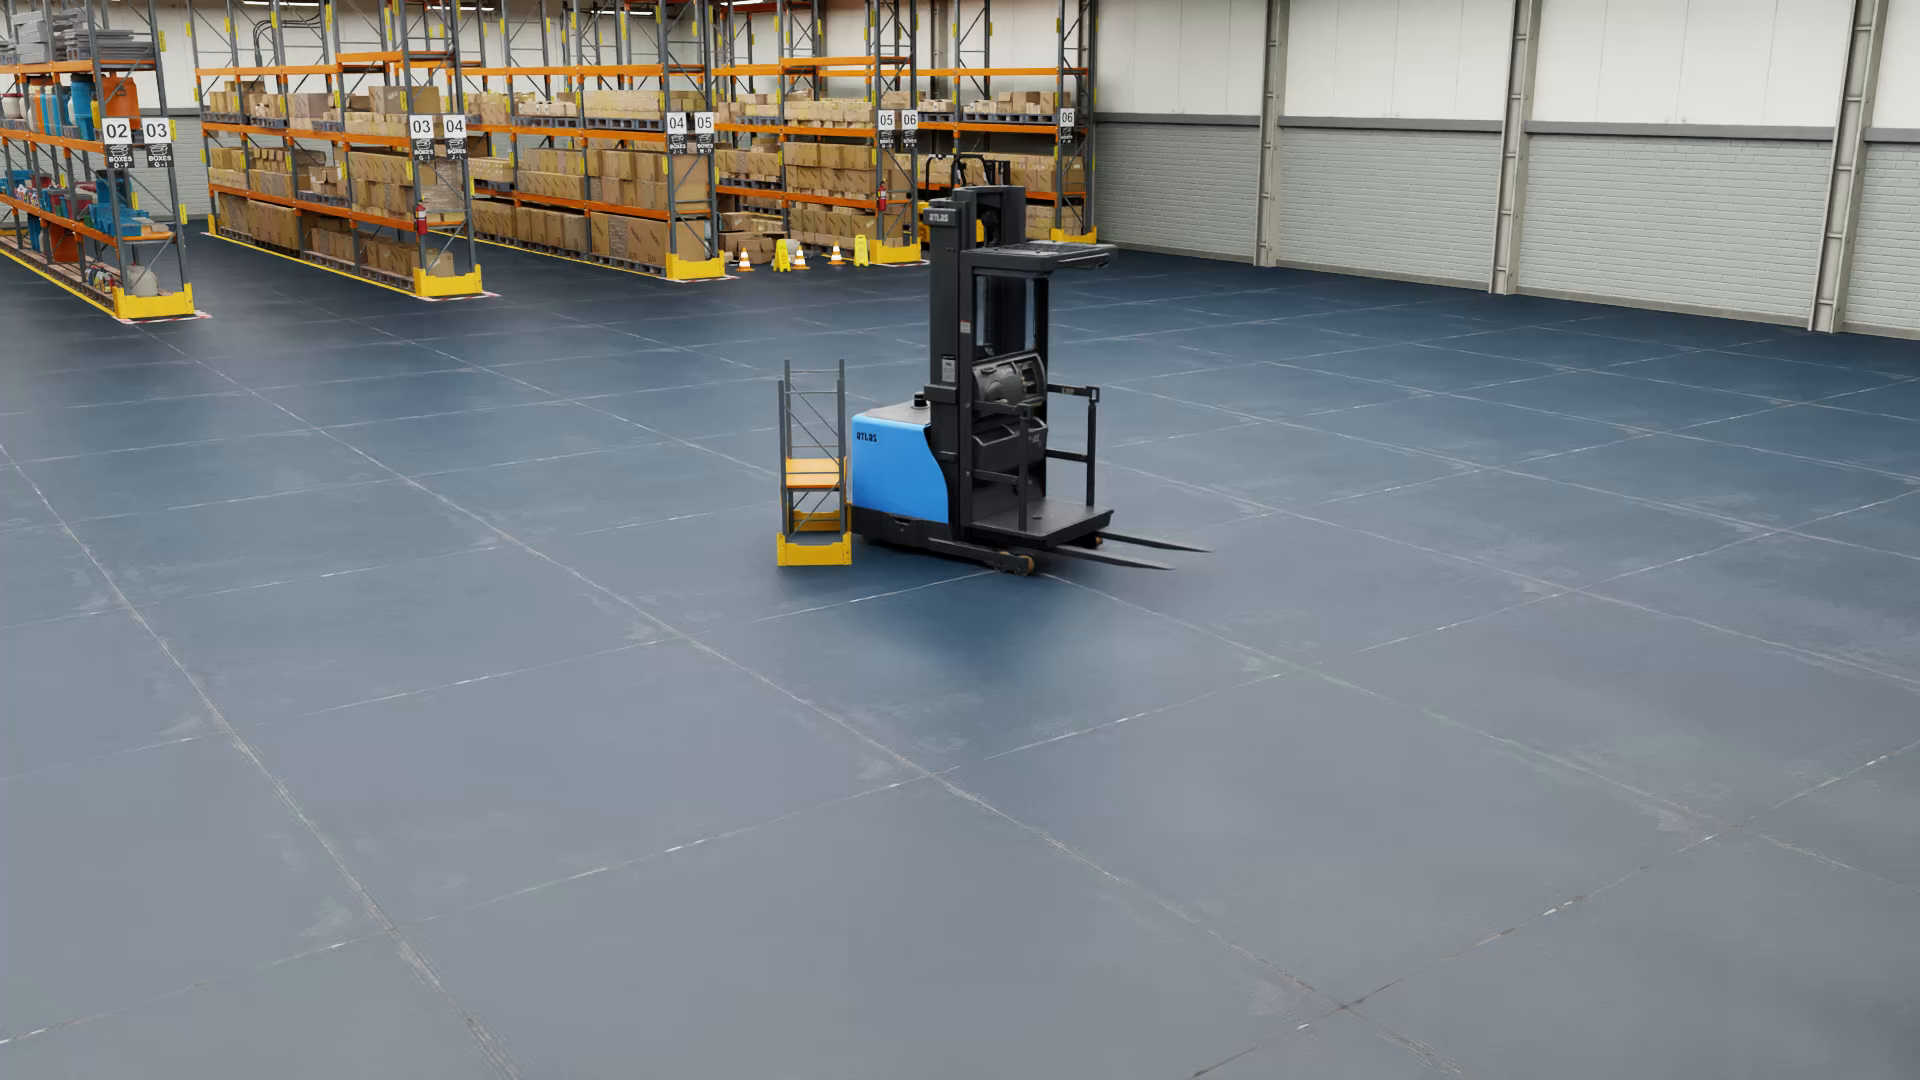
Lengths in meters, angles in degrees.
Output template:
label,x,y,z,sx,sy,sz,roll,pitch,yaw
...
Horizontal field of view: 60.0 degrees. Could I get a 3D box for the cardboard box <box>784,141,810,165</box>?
label,x,y,z,sx,sy,sz,roll,pitch,yaw
cardboard box,-3.629,-8.910,38.303,0.700,0.500,0.500,-11,19,-35

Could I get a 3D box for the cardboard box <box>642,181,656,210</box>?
label,x,y,z,sx,sy,sz,roll,pitch,yaw
cardboard box,-5.901,-6.979,33.608,0.875,0.550,0.550,-11,19,-35

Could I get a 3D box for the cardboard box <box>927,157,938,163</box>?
label,x,y,z,sx,sy,sz,roll,pitch,yaw
cardboard box,-0.610,-9.683,42.355,0.380,0.149,0.250,-12,19,-36

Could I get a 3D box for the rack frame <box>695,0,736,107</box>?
label,x,y,z,sx,sy,sz,roll,pitch,yaw
rack frame,-6.064,-12.112,41.282,1.000,3.000,0.127,-11,19,-35

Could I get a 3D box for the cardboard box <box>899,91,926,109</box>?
label,x,y,z,sx,sy,sz,roll,pitch,yaw
cardboard box,-1.224,-11.325,42.917,0.500,0.500,0.500,-10,18,-33

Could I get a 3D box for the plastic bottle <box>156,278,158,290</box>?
label,x,y,z,sx,sy,sz,roll,pitch,yaw
plastic bottle,-14.197,-4.535,29.297,0.097,0.271,0.097,0,15,0

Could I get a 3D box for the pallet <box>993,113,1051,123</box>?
label,x,y,z,sx,sy,sz,roll,pitch,yaw
pallet,1.536,-10.101,39.785,1.003,0.211,1.213,-11,19,-35

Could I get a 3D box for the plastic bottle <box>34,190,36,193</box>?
label,x,y,z,sx,sy,sz,roll,pitch,yaw
plastic bottle,-19.517,-7.250,35.126,0.097,0.271,0.097,0,15,0

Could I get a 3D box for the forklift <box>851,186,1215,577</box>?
label,x,y,z,sx,sy,sz,roll,pitch,yaw
forklift,0.569,-1.285,13.220,3.031,2.935,1.130,11,19,35

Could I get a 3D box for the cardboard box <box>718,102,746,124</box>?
label,x,y,z,sx,sy,sz,roll,pitch,yaw
cardboard box,-5.515,-10.509,40.920,0.700,0.500,0.500,-11,19,-35

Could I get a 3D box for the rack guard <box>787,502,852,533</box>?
label,x,y,z,sx,sy,sz,roll,pitch,yaw
rack guard,-1.223,-0.192,14.302,0.587,0.250,0.087,-1,15,-3

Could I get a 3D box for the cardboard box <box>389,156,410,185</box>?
label,x,y,z,sx,sy,sz,roll,pitch,yaw
cardboard box,-10.198,-6.831,30.704,0.500,0.500,0.500,-11,19,-35

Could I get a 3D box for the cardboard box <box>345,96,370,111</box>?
label,x,y,z,sx,sy,sz,roll,pitch,yaw
cardboard box,-11.925,-8.641,33.291,0.797,0.503,0.637,-12,19,-37

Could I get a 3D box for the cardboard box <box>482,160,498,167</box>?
label,x,y,z,sx,sy,sz,roll,pitch,yaw
cardboard box,-11.265,-9.049,40.009,0.380,0.149,0.250,-11,19,-35

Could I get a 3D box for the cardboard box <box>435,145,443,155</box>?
label,x,y,z,sx,sy,sz,roll,pitch,yaw
cardboard box,-13.164,-10.124,42.738,0.500,0.500,0.500,-12,19,-36

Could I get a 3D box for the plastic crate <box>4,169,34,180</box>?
label,x,y,z,sx,sy,sz,roll,pitch,yaw
plastic crate,-22.442,-8.623,39.719,0.616,0.435,0.499,-11,19,-35

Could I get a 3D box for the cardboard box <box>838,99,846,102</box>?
label,x,y,z,sx,sy,sz,roll,pitch,yaw
cardboard box,-3.106,-11.951,45.342,0.380,0.149,0.250,-11,19,-36

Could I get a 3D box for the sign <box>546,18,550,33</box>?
label,x,y,z,sx,sy,sz,roll,pitch,yaw
sign,-9.562,-11.936,38.570,0.100,0.325,0.005,-11,19,-35

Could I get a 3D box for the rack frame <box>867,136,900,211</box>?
label,x,y,z,sx,sy,sz,roll,pitch,yaw
rack frame,-2.051,-9.989,44.892,1.000,3.000,0.127,-11,19,-35

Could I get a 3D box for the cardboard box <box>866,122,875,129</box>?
label,x,y,z,sx,sy,sz,roll,pitch,yaw
cardboard box,-1.796,-8.868,35.590,0.380,0.149,0.250,-11,19,-34

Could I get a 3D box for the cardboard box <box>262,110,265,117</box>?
label,x,y,z,sx,sy,sz,roll,pitch,yaw
cardboard box,-15.678,-9.721,37.910,0.380,0.149,0.250,-12,19,-37

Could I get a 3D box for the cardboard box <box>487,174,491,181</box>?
label,x,y,z,sx,sy,sz,roll,pitch,yaw
cardboard box,-11.110,-8.706,39.882,0.380,0.149,0.250,-11,19,-35

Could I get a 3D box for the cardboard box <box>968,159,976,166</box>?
label,x,y,z,sx,sy,sz,roll,pitch,yaw
cardboard box,0.429,-9.332,41.074,0.380,0.149,0.250,-10,18,-33

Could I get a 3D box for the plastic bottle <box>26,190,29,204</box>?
label,x,y,z,sx,sy,sz,roll,pitch,yaw
plastic bottle,-19.529,-7.187,34.874,0.061,0.283,0.133,-11,19,-35

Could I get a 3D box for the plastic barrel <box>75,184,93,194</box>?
label,x,y,z,sx,sy,sz,roll,pitch,yaw
plastic barrel,-17.309,-6.779,32.949,0.421,0.512,0.421,0,15,0

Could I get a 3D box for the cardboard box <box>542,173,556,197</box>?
label,x,y,z,sx,sy,sz,roll,pitch,yaw
cardboard box,-9.075,-8.016,37.493,0.500,0.500,0.500,-11,19,-35

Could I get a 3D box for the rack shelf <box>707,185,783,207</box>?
label,x,y,z,sx,sy,sz,roll,pitch,yaw
rack shelf,-4.888,-8.444,40.609,1.077,0.370,4.000,-11,19,-35

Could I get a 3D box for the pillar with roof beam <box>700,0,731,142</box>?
label,x,y,z,sx,sy,sz,roll,pitch,yaw
pillar with roof beam,-11.094,-14.639,50.515,9.100,9.000,0.548,-11,19,-35

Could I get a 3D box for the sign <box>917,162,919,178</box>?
label,x,y,z,sx,sy,sz,roll,pitch,yaw
sign,-0.922,-8.012,36.026,0.100,0.325,0.005,-11,19,-35

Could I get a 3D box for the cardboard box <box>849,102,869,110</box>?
label,x,y,z,sx,sy,sz,roll,pitch,yaw
cardboard box,-2.191,-9.421,36.100,0.380,0.149,0.250,-11,19,-34

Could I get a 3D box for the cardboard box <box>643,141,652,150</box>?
label,x,y,z,sx,sy,sz,roll,pitch,yaw
cardboard box,-8.068,-10.360,44.162,0.500,0.500,0.500,-11,19,-35

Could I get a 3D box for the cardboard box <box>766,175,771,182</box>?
label,x,y,z,sx,sy,sz,roll,pitch,yaw
cardboard box,-4.379,-8.572,39.392,0.380,0.149,0.250,-12,19,-36

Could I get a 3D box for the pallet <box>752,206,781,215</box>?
label,x,y,z,sx,sy,sz,roll,pitch,yaw
pallet,-5.528,-9.906,49.870,1.003,0.211,1.213,-11,19,-35

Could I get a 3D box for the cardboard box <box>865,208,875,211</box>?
label,x,y,z,sx,sy,sz,roll,pitch,yaw
cardboard box,-2.474,-9.043,45.375,0.500,0.500,0.500,-10,18,-33

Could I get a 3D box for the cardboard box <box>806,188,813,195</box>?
label,x,y,z,sx,sy,sz,roll,pitch,yaw
cardboard box,-3.298,-7.970,37.989,0.380,0.149,0.250,-10,18,-33

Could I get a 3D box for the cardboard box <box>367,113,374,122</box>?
label,x,y,z,sx,sy,sz,roll,pitch,yaw
cardboard box,-10.989,-8.003,31.480,0.380,0.149,0.250,-11,19,-36

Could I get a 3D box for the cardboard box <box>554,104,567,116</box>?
label,x,y,z,sx,sy,sz,roll,pitch,yaw
cardboard box,-8.561,-9.429,36.461,0.500,0.250,0.500,-11,19,-35

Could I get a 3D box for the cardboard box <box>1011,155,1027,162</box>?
label,x,y,z,sx,sy,sz,roll,pitch,yaw
cardboard box,1.440,-9.087,39.612,0.380,0.149,0.250,-10,18,-33

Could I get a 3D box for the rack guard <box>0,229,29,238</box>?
label,x,y,z,sx,sy,sz,roll,pitch,yaw
rack guard,-22.815,-7.417,40.228,1.175,0.500,0.348,-11,19,-35

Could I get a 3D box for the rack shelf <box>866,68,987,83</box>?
label,x,y,z,sx,sy,sz,roll,pitch,yaw
rack shelf,-0.875,-11.916,42.688,1.077,0.370,4.000,-11,19,-35

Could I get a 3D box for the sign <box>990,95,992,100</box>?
label,x,y,z,sx,sy,sz,roll,pitch,yaw
sign,0.749,-10.956,41.613,0.100,0.325,0.005,-11,19,-35

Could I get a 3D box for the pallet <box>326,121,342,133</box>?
label,x,y,z,sx,sy,sz,roll,pitch,yaw
pallet,-12.005,-8.330,33.504,1.213,0.211,1.003,-11,19,-35

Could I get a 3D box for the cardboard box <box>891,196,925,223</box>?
label,x,y,z,sx,sy,sz,roll,pitch,yaw
cardboard box,-1.305,-8.773,44.151,0.875,0.625,0.625,-10,18,-33

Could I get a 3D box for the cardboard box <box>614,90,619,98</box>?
label,x,y,z,sx,sy,sz,roll,pitch,yaw
cardboard box,-6.823,-9.080,33.867,0.380,0.149,0.250,-11,19,-35

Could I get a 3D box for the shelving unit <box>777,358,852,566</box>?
label,x,y,z,sx,sy,sz,roll,pitch,yaw
shelving unit,-1.195,-0.663,13.658,0.587,1.500,1.083,-1,15,-3

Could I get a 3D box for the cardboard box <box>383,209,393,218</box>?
label,x,y,z,sx,sy,sz,roll,pitch,yaw
cardboard box,-10.678,-6.183,31.462,0.380,0.149,0.250,-11,19,-35

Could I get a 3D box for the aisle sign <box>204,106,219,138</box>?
label,x,y,z,sx,sy,sz,roll,pitch,yaw
aisle sign,-19.069,-10.611,42.239,0.394,0.787,0.004,-11,19,-35

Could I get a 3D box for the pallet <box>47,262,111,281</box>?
label,x,y,z,sx,sy,sz,roll,pitch,yaw
pallet,-17.662,-5.395,33.387,1.003,0.211,1.213,-11,19,-35

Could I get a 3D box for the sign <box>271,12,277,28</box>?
label,x,y,z,sx,sy,sz,roll,pitch,yaw
sign,-14.527,-11.014,35.201,0.100,0.325,0.005,-11,19,-35

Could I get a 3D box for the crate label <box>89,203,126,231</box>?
label,x,y,z,sx,sy,sz,roll,pitch,yaw
crate label,-14.684,-5.571,28.682,0.502,0.435,0.616,-11,19,-35

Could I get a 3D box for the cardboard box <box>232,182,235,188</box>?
label,x,y,z,sx,sy,sz,roll,pitch,yaw
cardboard box,-17.482,-8.647,40.463,0.380,0.149,0.250,-10,18,-34

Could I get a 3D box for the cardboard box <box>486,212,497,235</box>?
label,x,y,z,sx,sy,sz,roll,pitch,yaw
cardboard box,-11.234,-7.747,40.639,0.500,0.500,0.500,-12,19,-37

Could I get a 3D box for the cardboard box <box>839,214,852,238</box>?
label,x,y,z,sx,sy,sz,roll,pitch,yaw
cardboard box,-2.352,-6.990,36.924,0.500,0.500,0.500,-10,18,-33

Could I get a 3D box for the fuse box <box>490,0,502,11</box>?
label,x,y,z,sx,sy,sz,roll,pitch,yaw
fuse box,-14.291,-16.519,51.323,0.513,0.334,0.176,-11,19,-35

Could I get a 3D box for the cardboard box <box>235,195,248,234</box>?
label,x,y,z,sx,sy,sz,roll,pitch,yaw
cardboard box,-17.285,-8.057,41.063,0.875,0.875,0.875,-11,19,-35

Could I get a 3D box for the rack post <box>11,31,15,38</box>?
label,x,y,z,sx,sy,sz,roll,pitch,yaw
rack post,-18.624,-10.205,33.338,0.624,0.289,0.986,-11,19,-35

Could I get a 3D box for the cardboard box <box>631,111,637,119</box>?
label,x,y,z,sx,sy,sz,roll,pitch,yaw
cardboard box,-6.373,-8.532,33.377,0.380,0.149,0.250,-11,19,-35
